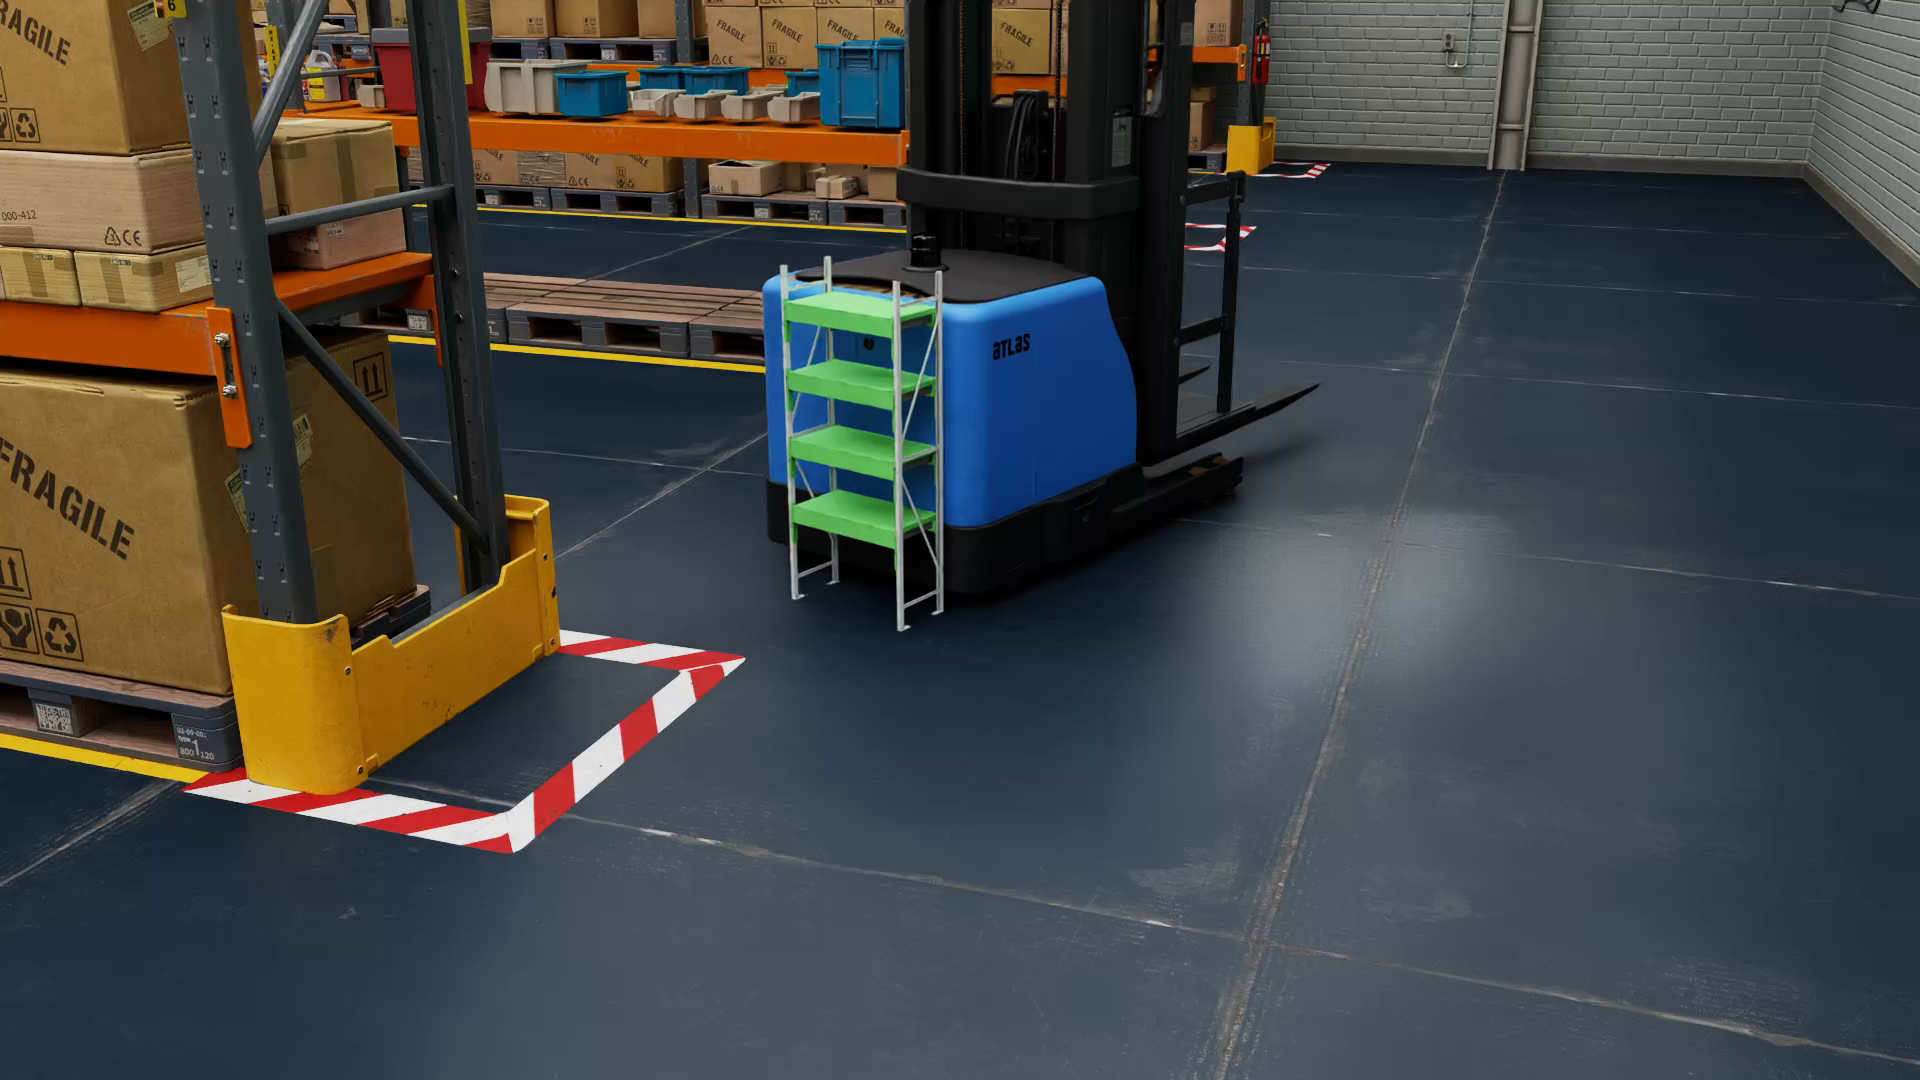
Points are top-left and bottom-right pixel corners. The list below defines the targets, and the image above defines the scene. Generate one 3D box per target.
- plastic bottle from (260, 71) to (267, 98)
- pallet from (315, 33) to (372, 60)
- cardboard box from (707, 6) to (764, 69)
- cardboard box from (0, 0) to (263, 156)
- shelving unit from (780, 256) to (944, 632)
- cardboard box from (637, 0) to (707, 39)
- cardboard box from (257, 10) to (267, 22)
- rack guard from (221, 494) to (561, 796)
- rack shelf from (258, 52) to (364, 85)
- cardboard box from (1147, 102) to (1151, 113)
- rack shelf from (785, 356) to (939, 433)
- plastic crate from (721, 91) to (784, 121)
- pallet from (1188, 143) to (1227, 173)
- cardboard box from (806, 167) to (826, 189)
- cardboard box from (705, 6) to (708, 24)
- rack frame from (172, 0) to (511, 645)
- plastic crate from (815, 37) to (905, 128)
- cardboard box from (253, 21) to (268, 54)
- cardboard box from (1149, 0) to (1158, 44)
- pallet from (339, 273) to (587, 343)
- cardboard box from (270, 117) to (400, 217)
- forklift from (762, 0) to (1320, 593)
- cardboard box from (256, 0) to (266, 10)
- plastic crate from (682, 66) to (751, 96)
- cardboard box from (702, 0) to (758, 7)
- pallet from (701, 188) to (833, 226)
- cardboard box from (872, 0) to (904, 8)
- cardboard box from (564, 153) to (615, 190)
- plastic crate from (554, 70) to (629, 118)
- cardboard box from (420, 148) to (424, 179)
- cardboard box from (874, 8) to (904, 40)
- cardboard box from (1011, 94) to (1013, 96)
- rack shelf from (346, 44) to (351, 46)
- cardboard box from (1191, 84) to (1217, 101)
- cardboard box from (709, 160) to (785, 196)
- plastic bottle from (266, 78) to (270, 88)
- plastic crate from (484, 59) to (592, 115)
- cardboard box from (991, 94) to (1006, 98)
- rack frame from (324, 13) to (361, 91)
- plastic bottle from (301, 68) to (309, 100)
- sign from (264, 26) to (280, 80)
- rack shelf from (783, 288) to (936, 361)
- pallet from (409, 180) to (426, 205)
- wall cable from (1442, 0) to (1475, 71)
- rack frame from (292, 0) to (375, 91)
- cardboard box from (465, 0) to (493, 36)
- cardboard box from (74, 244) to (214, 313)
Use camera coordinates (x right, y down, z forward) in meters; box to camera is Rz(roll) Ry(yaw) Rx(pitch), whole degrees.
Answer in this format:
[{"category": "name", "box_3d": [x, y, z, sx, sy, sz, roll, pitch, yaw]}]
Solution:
[{"category": "plastic bottle", "box_3d": [-4.324, -2.767, 10.146, 0.135, 0.276, 0.152, 7, 20, 18]}, {"category": "pallet", "box_3d": [-5.331, -4.713, 15.833, 1.003, 0.211, 1.213, 7, 20, 18]}, {"category": "cardboard box", "box_3d": [-1.824, -4.331, 14.292, 0.500, 0.500, 0.500, 7, 20, 19]}, {"category": "cardboard box", "box_3d": [-2.239, -1.306, 4.403, 0.500, 0.500, 0.500, 7, 20, 19]}, {"category": "shelving unit", "box_3d": [-0.330, -0.333, 5.710, 0.503, 1.200, 0.258, 14, 24, 35]}, {"category": "cardboard box", "box_3d": [-2.590, -4.790, 14.970, 0.500, 0.500, 0.700, 0, 19, 0]}, {"category": "cardboard box", "box_3d": [-8.698, -6.724, 21.506, 0.500, 0.250, 0.500, 7, 20, 18]}, {"category": "rack guard", "box_3d": [-1.669, 0.271, 5.038, 0.348, 0.500, 1.175, 7, 20, 18]}, {"category": "rack shelf", "box_3d": [-7.884, -4.732, 16.687, 4.000, 0.370, 1.077, 7, 20, 18]}, {"category": "cardboard box", "box_3d": [2.018, -4.648, 18.514, 0.500, 0.500, 0.700, 6, 20, 18]}, {"category": "rack shelf", "box_3d": [-0.330, -0.500, 5.652, 0.480, 0.148, 0.258, 14, 24, 35]}, {"category": "plastic crate", "box_3d": [-1.165, -2.423, 9.280, 0.243, 0.136, 0.396, 7, 20, 18]}, {"category": "pallet", "box_3d": [2.404, -4.277, 18.526, 1.213, 0.211, 1.003, 7, 20, 18]}, {"category": "cardboard box", "box_3d": [-1.211, -3.290, 15.120, 0.250, 0.149, 0.380, 7, 20, 18]}, {"category": "cardboard box", "box_3d": [-3.038, -6.348, 19.595, 0.500, 0.500, 0.500, 6, 20, 18]}, {"category": "rack frame", "box_3d": [-1.692, -0.912, 4.634, 0.127, 3.000, 1.000, 7, 20, 18]}, {"category": "plastic crate", "box_3d": [-0.444, -2.475, 8.974, 0.499, 0.435, 0.616, 7, 20, 18]}, {"category": "cardboard box", "box_3d": [-6.776, -4.970, 16.413, 0.500, 0.311, 0.500, 6, 20, 17]}, {"category": "cardboard box", "box_3d": [2.009, -5.801, 18.205, 0.700, 0.700, 0.980, 6, 20, 18]}, {"category": "pallet", "box_3d": [-3.138, -1.500, 10.558, 1.213, 0.211, 1.003, 7, 20, 18]}, {"category": "cardboard box", "box_3d": [-2.057, -1.117, 5.000, 0.500, 0.250, 0.500, 6, 20, 17]}, {"category": "forklift", "box_3d": [0.561, -1.614, 6.755, 1.130, 2.935, 3.031, 14, 24, 35]}, {"category": "cardboard box", "box_3d": [-8.699, -7.076, 21.376, 0.500, 0.500, 0.500, 6, 20, 18]}, {"category": "plastic crate", "box_3d": [-1.436, -2.672, 9.848, 0.300, 0.233, 0.416, 7, 20, 18]}, {"category": "cardboard box", "box_3d": [-1.863, -4.804, 14.131, 0.500, 0.500, 0.500, 7, 20, 19]}, {"category": "pallet", "box_3d": [-1.568, -3.032, 14.954, 1.213, 0.211, 1.003, 7, 20, 18]}, {"category": "cardboard box", "box_3d": [-0.402, -4.638, 13.653, 0.500, 0.500, 0.500, 7, 20, 20]}, {"category": "cardboard box", "box_3d": [-3.241, -3.471, 15.106, 0.500, 0.500, 0.500, 7, 20, 18]}, {"category": "plastic crate", "box_3d": [-2.091, -2.543, 9.478, 0.300, 0.233, 0.416, 7, 20, 18]}, {"category": "cardboard box", "box_3d": [-4.690, -3.634, 15.574, 0.500, 0.500, 0.500, 6, 20, 17]}, {"category": "cardboard box", "box_3d": [-0.387, -4.167, 13.822, 0.500, 0.500, 0.500, 6, 20, 17]}, {"category": "cardboard box", "box_3d": [0.754, -5.168, 19.021, 0.250, 0.149, 0.380, 6, 20, 16]}, {"category": "rack shelf", "box_3d": [-6.262, -6.272, 21.106, 4.000, 0.370, 1.077, 7, 20, 18]}, {"category": "cardboard box", "box_3d": [2.674, -4.949, 18.392, 0.250, 0.149, 0.380, 7, 20, 18]}, {"category": "cardboard box", "box_3d": [-1.891, -3.249, 14.756, 0.500, 0.311, 0.500, 7, 20, 18]}, {"category": "plastic bottle", "box_3d": [-4.300, -2.773, 10.275, 0.097, 0.201, 0.097, 0, 19, 0]}, {"category": "plastic crate", "box_3d": [-2.463, -2.634, 9.664, 0.530, 0.282, 0.437, 7, 20, 18]}, {"category": "cardboard box", "box_3d": [0.342, -5.082, 18.772, 0.250, 0.149, 0.380, 7, 20, 20]}, {"category": "rack frame", "box_3d": [-8.151, -6.828, 21.608, 0.127, 3.000, 1.000, 7, 20, 18]}, {"category": "plastic bottle", "box_3d": [-4.293, -2.983, 10.880, 0.097, 0.201, 0.097, 0, 19, 0]}, {"category": "sign", "box_3d": [-4.027, -2.844, 9.756, 0.005, 0.325, 0.100, 7, 20, 18]}, {"category": "rack shelf", "box_3d": [-0.330, -0.726, 5.573, 0.480, 0.148, 0.258, 14, 24, 35]}, {"category": "pallet", "box_3d": [-5.302, -3.446, 16.142, 1.213, 0.211, 1.003, 7, 20, 18]}, {"category": "wall cable", "box_3d": [4.704, -6.168, 18.169, 1.851, 1.984, 0.084, 7, 20, 18]}, {"category": "rack frame", "box_3d": [-5.995, -4.855, 15.949, 0.127, 3.000, 1.000, 7, 20, 18]}, {"category": "cardboard box", "box_3d": [-4.561, -4.910, 15.315, 0.500, 0.500, 0.700, 11, 22, 28]}, {"category": "cardboard box", "box_3d": [-2.137, -0.729, 4.492, 0.250, 0.149, 0.380, 7, 20, 19]}]
